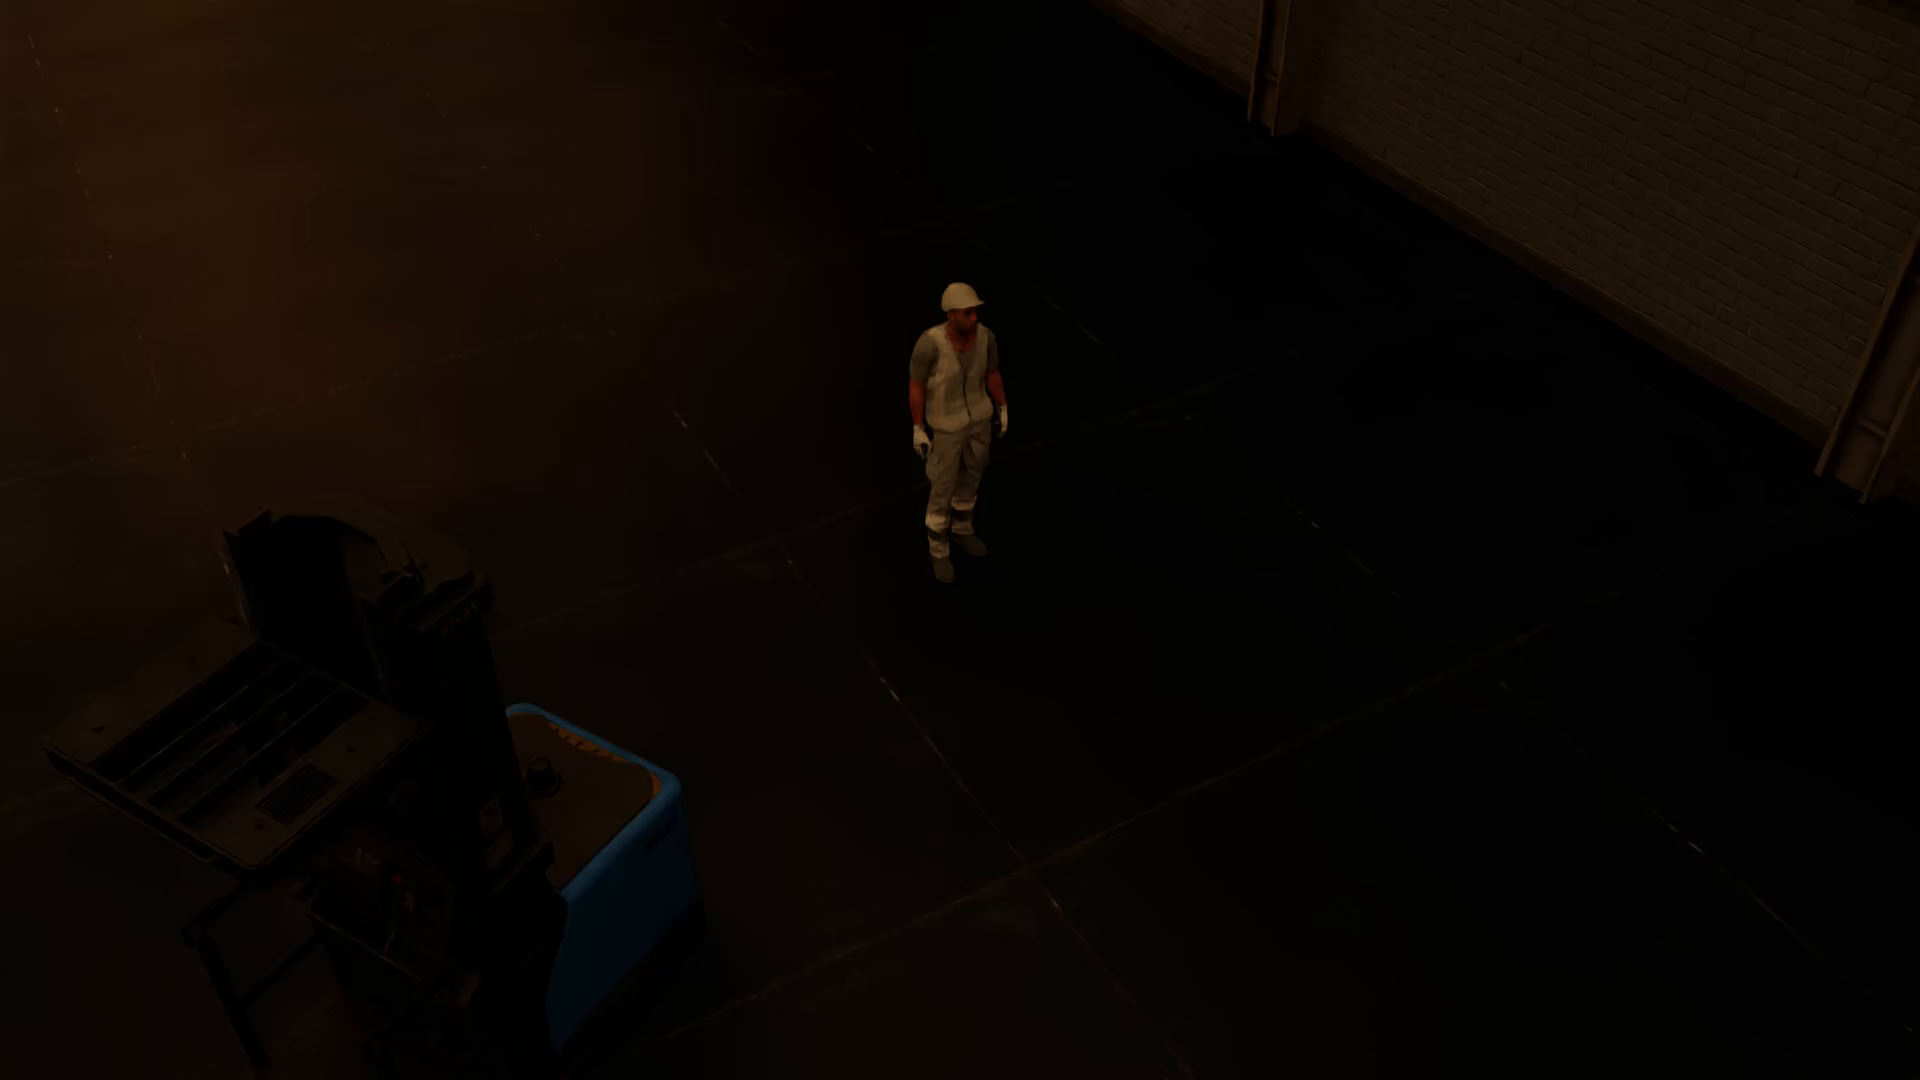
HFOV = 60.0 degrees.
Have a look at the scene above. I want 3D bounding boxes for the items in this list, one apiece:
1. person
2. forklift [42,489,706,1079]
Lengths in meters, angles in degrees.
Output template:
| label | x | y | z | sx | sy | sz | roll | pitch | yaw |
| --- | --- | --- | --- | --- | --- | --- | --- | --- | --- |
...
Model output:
| label | x | y | z | sx | sy | sz | roll | pitch | yaw |
| --- | --- | --- | --- | --- | --- | --- | --- | --- | --- |
| person | 0.031 | -0.646 | 9.699 | 0.637 | 1.787 | 0.563 | -20 | 44 | -23 |
| forklift | -2.418 | 1.397 | 6.352 | 1.130 | 2.935 | 3.031 | 21 | 44 | 24 |
